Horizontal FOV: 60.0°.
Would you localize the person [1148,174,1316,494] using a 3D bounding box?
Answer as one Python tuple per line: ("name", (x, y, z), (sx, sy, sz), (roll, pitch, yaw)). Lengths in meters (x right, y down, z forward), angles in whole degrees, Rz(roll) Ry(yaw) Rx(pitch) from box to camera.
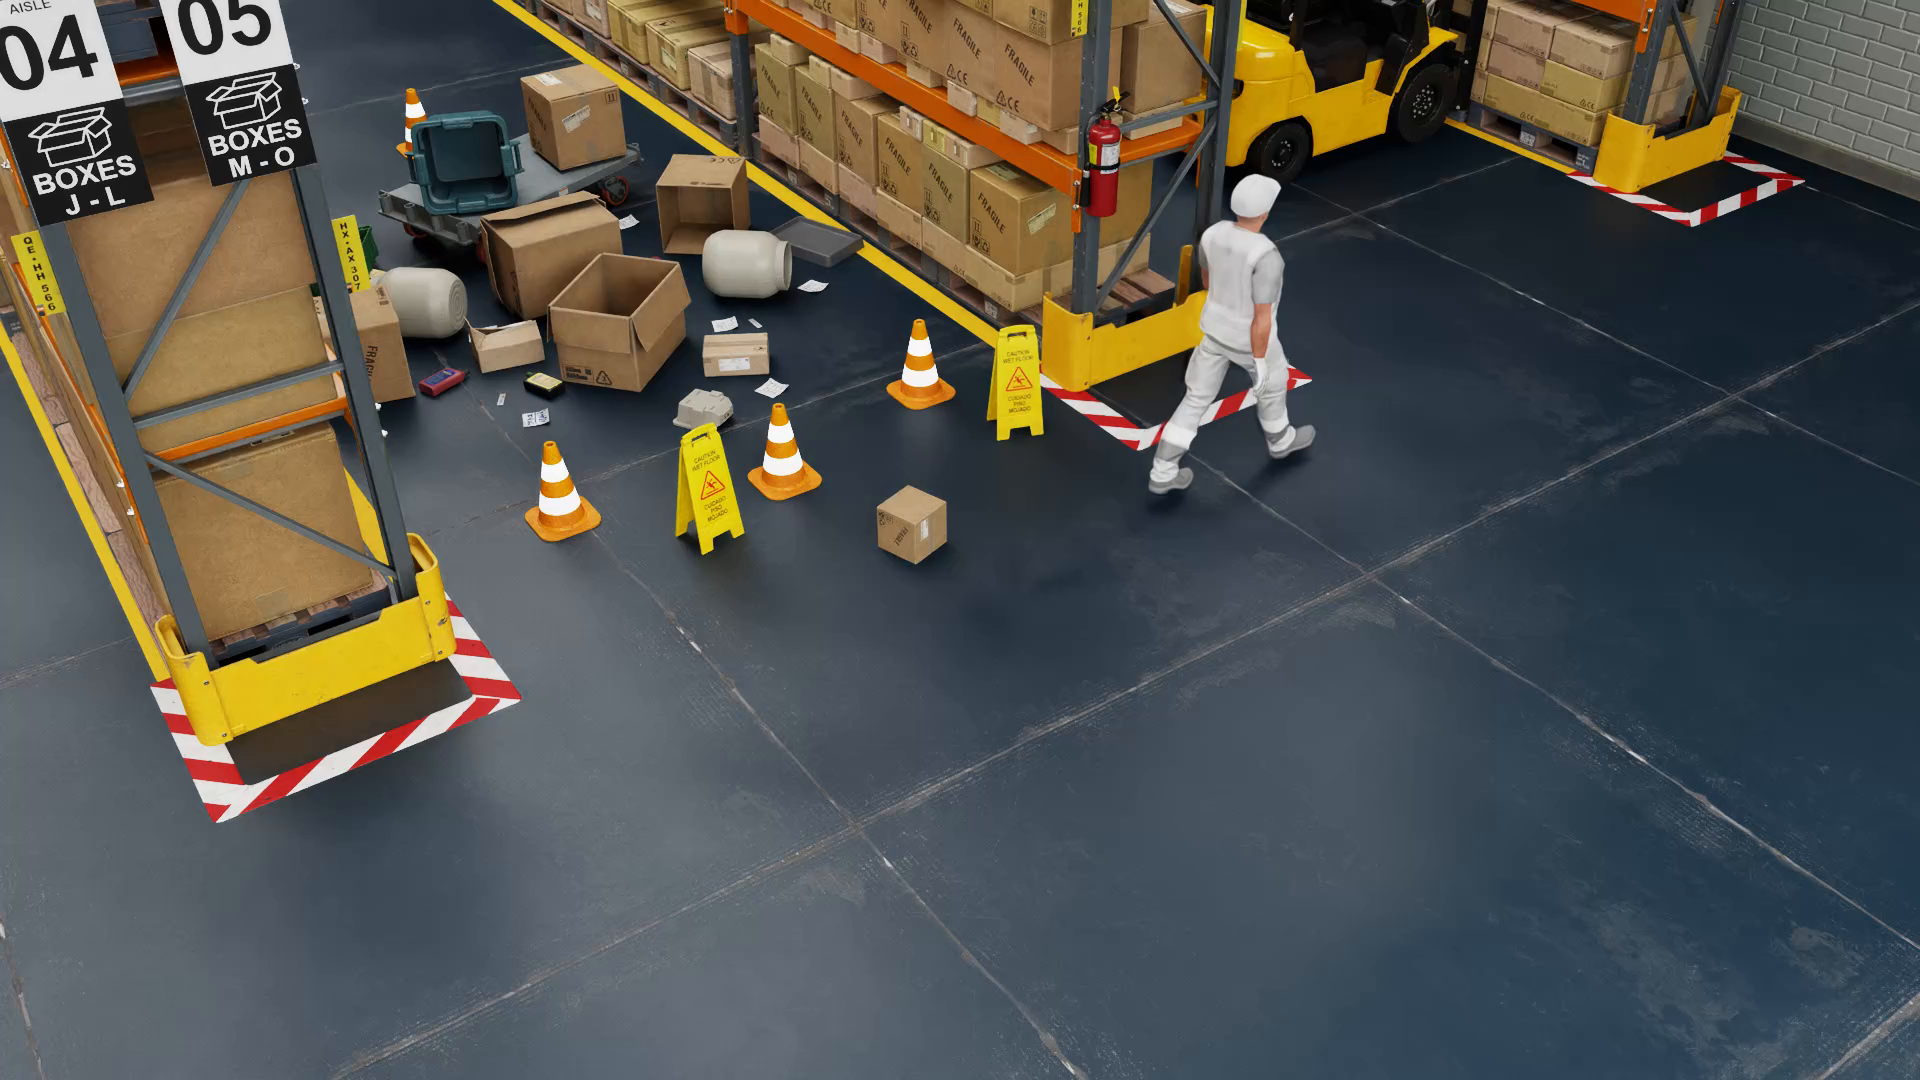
("person", (1.453, -1.075, 8.466), (0.584, 1.734, 1.095), (30, 46, 35))
